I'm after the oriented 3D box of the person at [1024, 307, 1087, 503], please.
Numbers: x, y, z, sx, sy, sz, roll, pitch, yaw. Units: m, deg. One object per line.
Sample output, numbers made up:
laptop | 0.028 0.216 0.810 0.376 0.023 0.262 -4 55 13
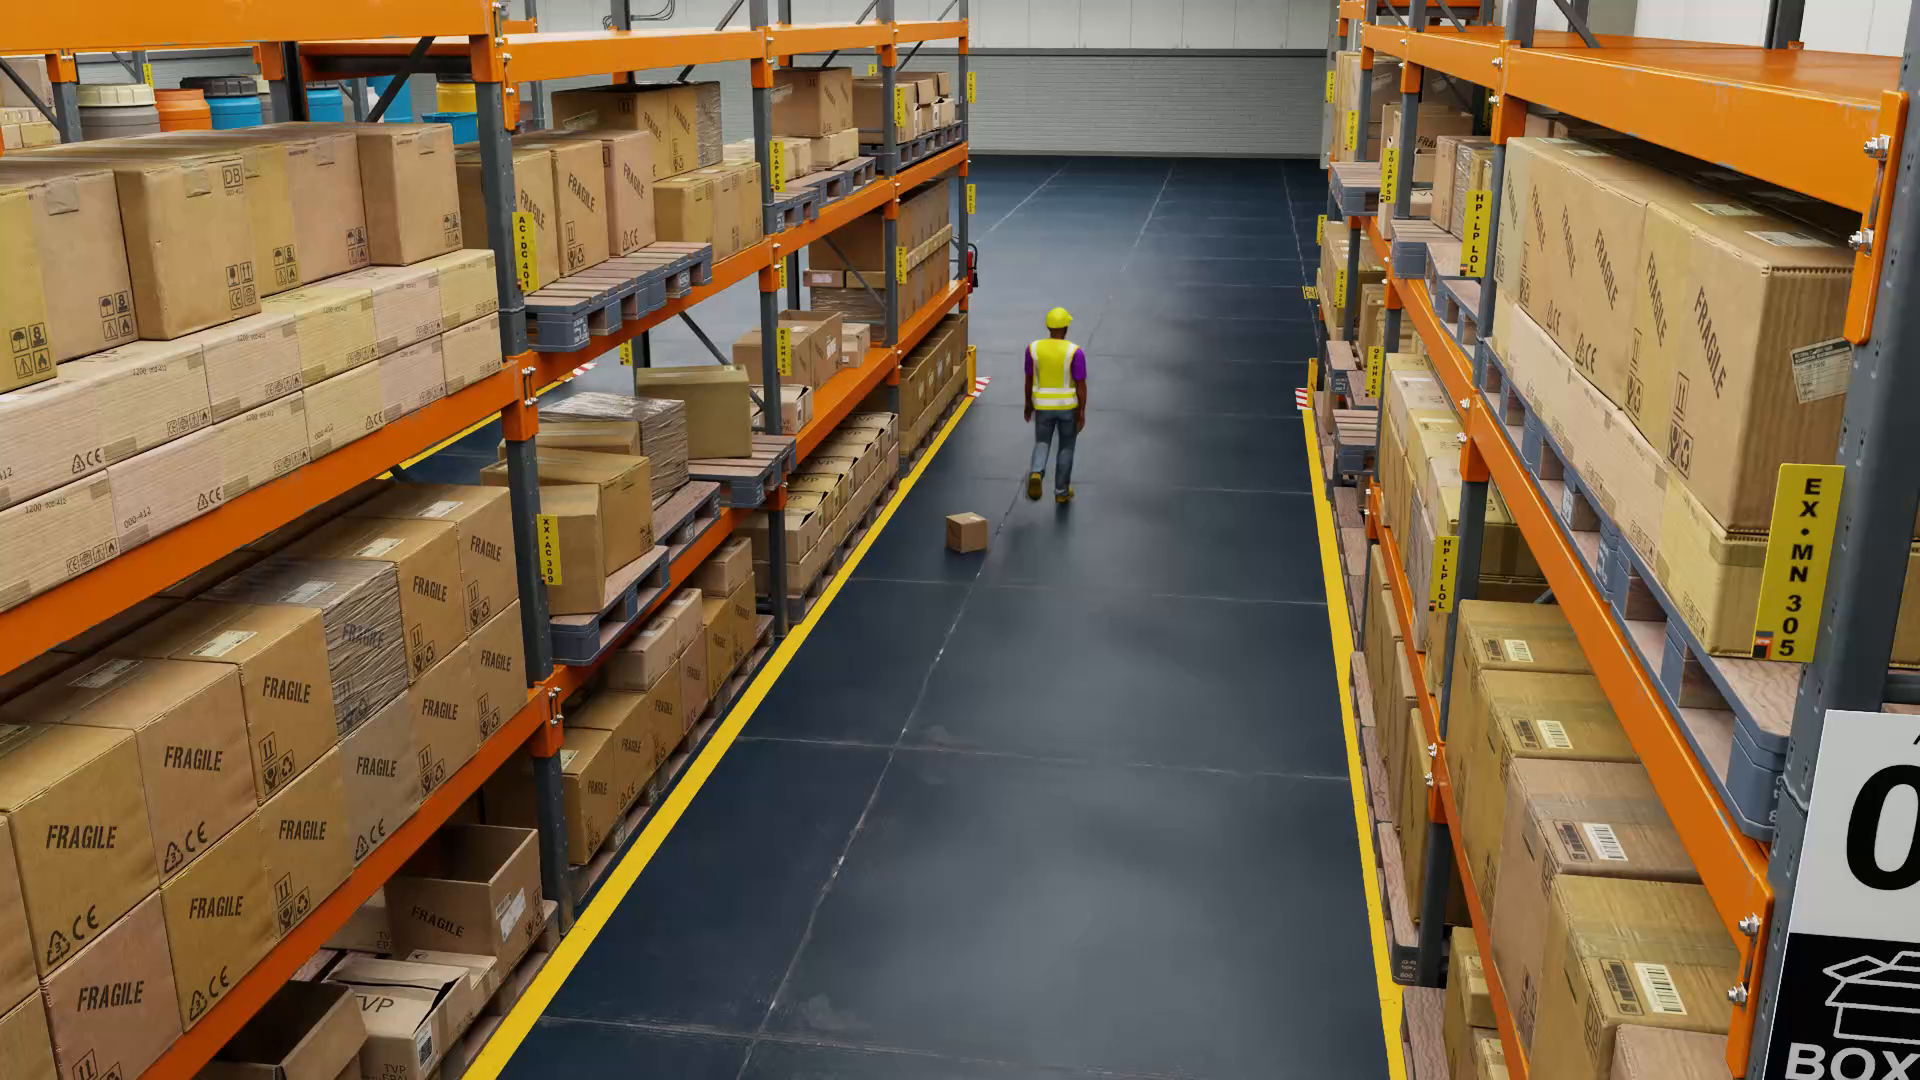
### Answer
person | 0.828 -1.167 14.583 0.586 1.753 0.647 6 19 17
